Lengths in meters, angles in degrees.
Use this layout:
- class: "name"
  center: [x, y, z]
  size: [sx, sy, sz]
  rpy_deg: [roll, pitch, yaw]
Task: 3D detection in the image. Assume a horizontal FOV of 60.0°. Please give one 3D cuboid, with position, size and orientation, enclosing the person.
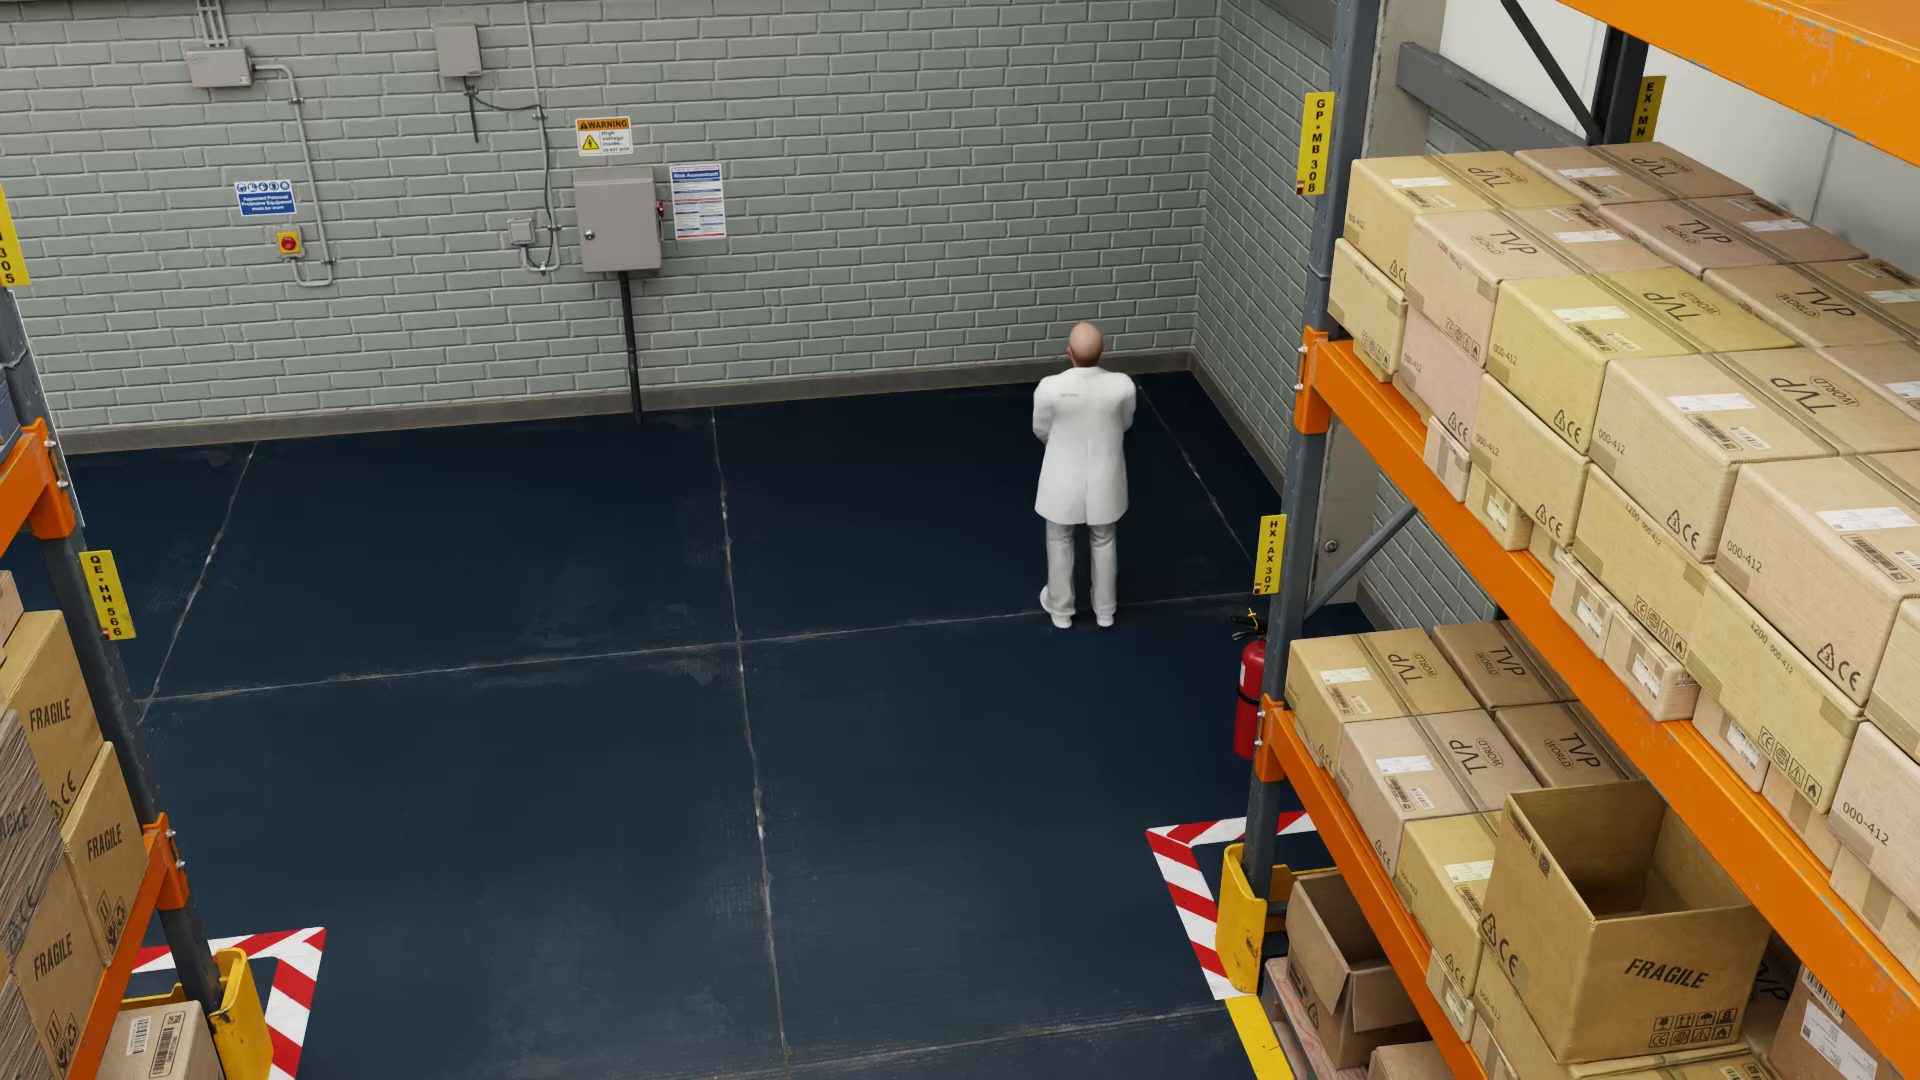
- class: "person"
  center: [0.636, -0.382, 8.808]
  size: [0.538, 1.778, 0.553]
  rpy_deg: [-2, 30, -3]
